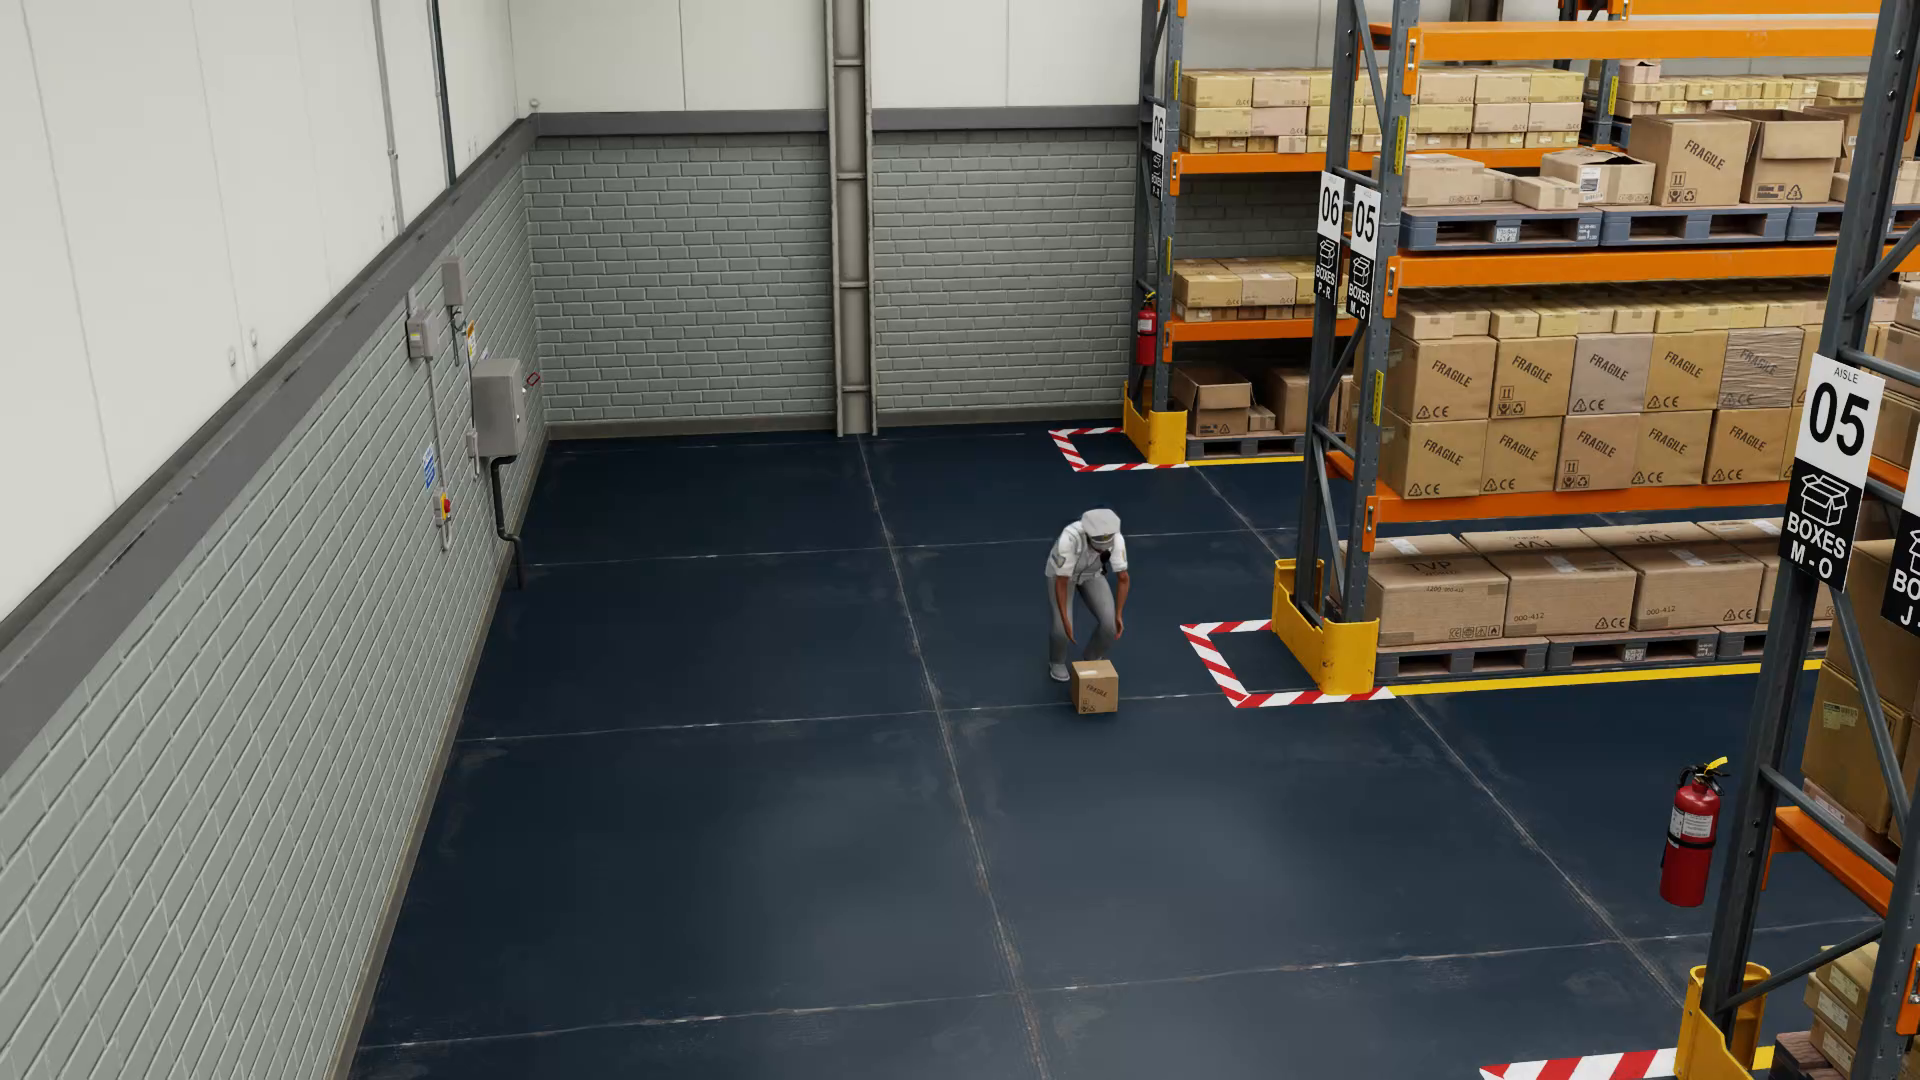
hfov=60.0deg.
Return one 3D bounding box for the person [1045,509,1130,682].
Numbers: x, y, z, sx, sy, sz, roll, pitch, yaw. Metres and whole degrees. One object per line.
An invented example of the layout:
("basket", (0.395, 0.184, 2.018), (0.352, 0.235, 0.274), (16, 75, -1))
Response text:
("person", (0.830, 0.330, 10.793), (0.499, 1.246, 0.781), (-3, 20, -8))
